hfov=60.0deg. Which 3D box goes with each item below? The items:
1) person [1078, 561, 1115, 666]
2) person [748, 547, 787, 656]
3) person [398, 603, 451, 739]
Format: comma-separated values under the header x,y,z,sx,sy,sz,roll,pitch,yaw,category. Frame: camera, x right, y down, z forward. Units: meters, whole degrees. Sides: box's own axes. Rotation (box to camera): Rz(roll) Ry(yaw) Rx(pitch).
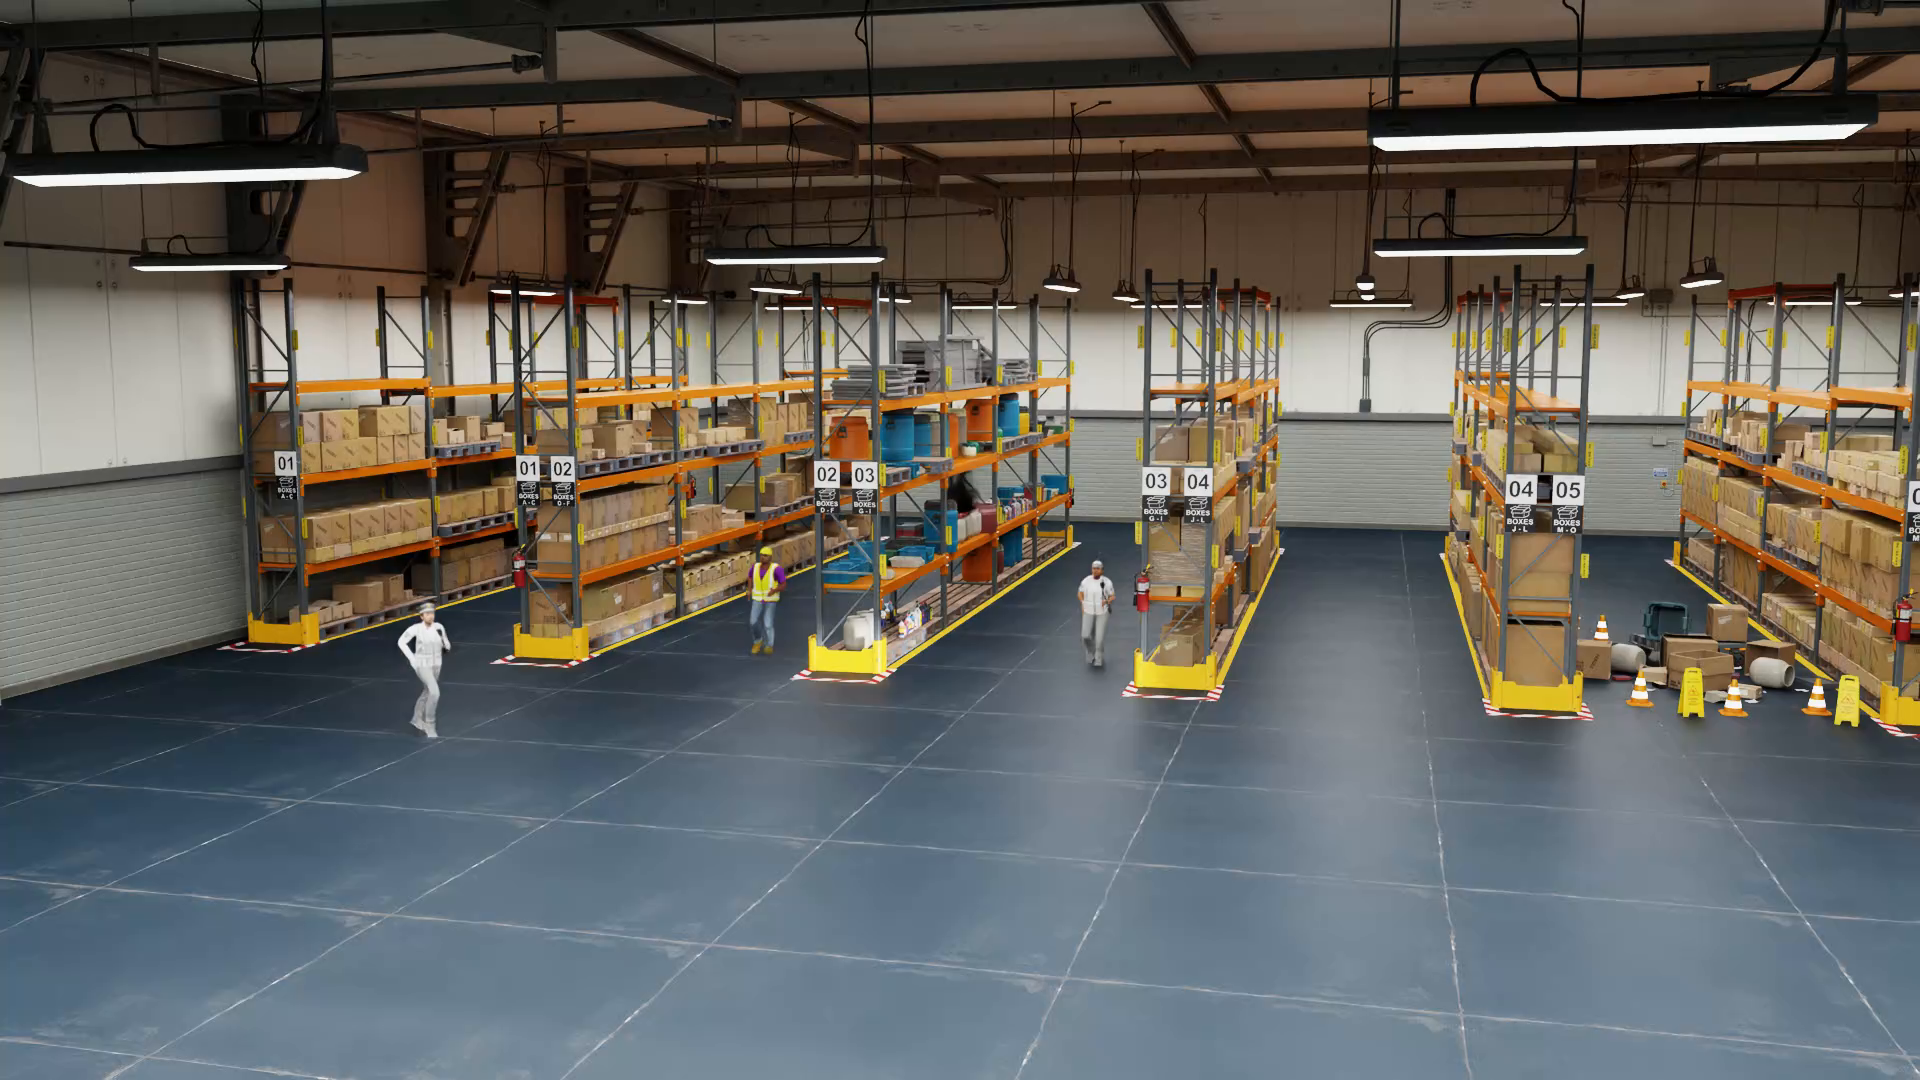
x,y,z,sx,sy,sz,roll,pitch,yaw,category
2.070,1.134,25.528,0.585,1.623,0.549,1,7,12,person
-3.100,0.975,26.458,0.697,1.754,0.666,1,7,9,person
-6.749,1.652,21.161,0.720,1.757,0.579,5,8,36,person
